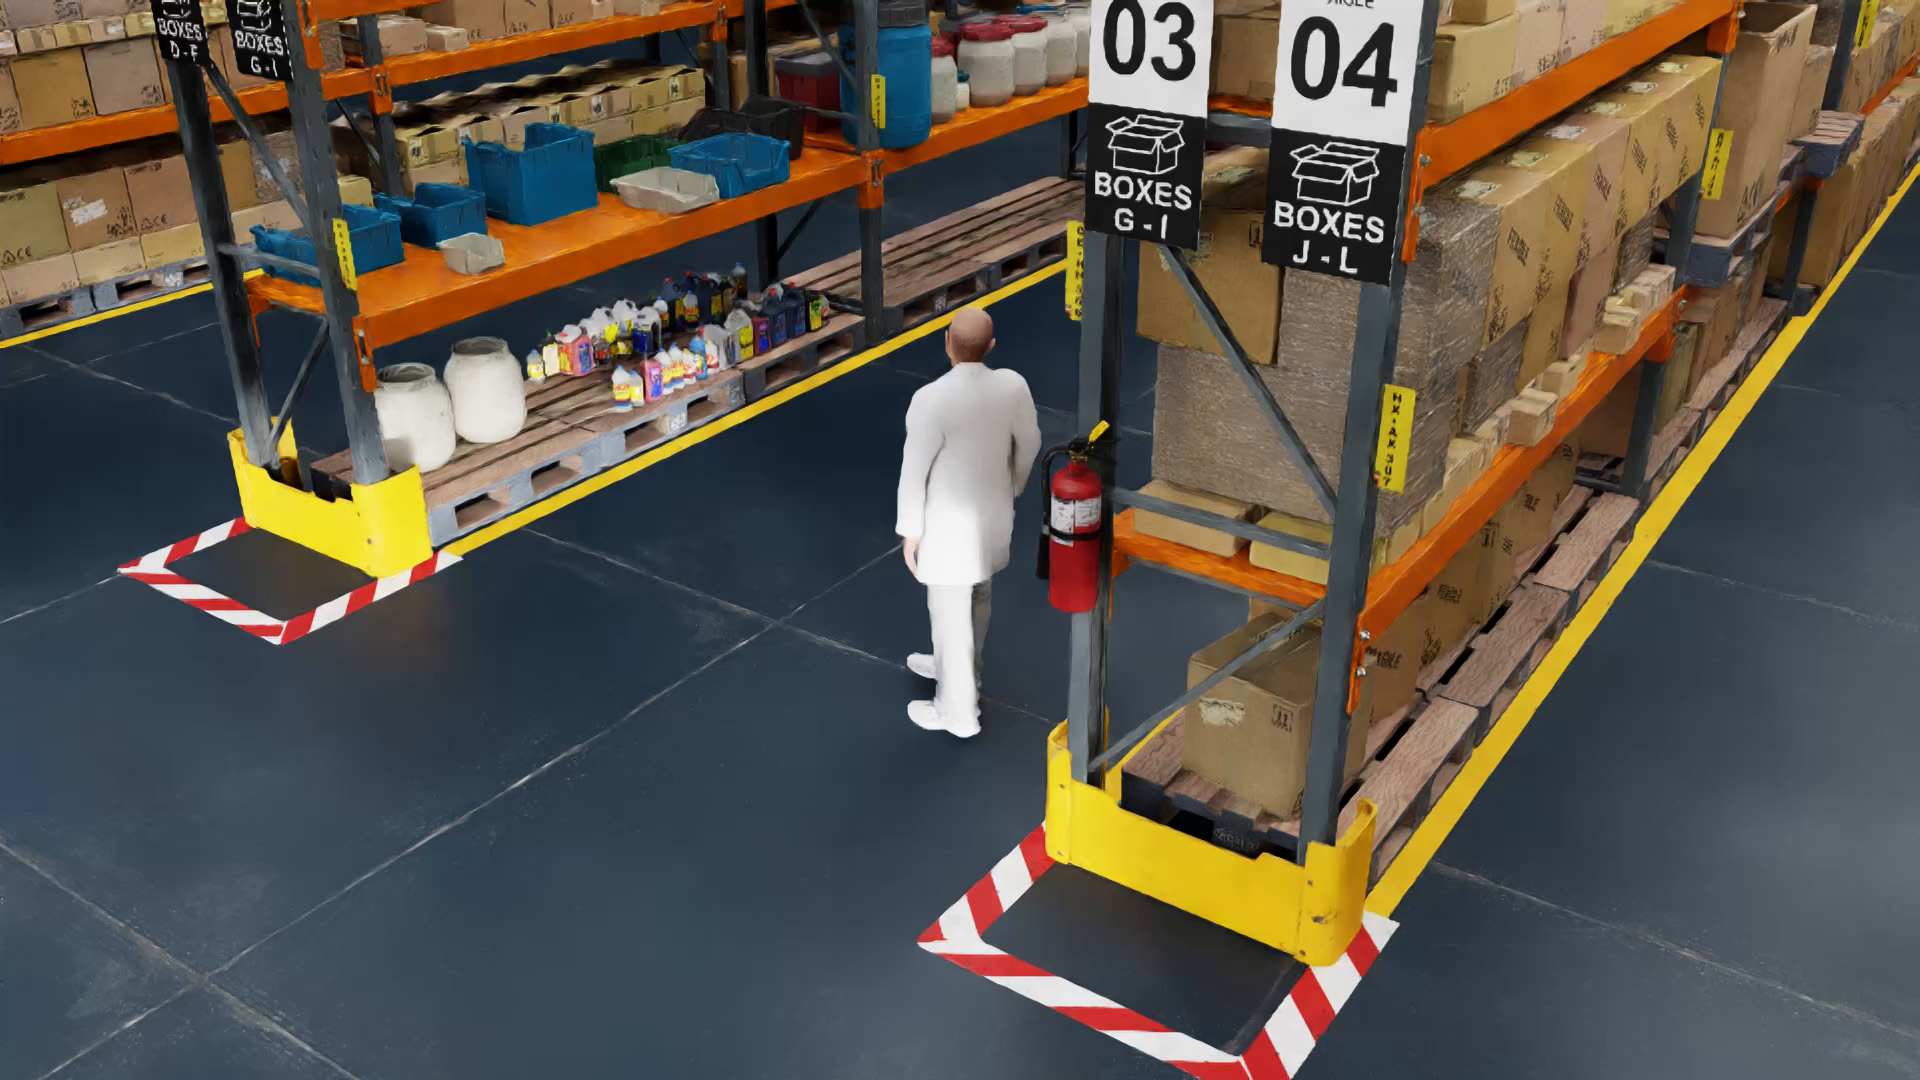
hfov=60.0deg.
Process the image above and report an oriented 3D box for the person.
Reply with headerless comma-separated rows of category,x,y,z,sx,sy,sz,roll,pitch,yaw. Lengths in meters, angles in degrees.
person,-0.015,-0.105,6.834,0.675,1.788,0.652,-18,32,-32
